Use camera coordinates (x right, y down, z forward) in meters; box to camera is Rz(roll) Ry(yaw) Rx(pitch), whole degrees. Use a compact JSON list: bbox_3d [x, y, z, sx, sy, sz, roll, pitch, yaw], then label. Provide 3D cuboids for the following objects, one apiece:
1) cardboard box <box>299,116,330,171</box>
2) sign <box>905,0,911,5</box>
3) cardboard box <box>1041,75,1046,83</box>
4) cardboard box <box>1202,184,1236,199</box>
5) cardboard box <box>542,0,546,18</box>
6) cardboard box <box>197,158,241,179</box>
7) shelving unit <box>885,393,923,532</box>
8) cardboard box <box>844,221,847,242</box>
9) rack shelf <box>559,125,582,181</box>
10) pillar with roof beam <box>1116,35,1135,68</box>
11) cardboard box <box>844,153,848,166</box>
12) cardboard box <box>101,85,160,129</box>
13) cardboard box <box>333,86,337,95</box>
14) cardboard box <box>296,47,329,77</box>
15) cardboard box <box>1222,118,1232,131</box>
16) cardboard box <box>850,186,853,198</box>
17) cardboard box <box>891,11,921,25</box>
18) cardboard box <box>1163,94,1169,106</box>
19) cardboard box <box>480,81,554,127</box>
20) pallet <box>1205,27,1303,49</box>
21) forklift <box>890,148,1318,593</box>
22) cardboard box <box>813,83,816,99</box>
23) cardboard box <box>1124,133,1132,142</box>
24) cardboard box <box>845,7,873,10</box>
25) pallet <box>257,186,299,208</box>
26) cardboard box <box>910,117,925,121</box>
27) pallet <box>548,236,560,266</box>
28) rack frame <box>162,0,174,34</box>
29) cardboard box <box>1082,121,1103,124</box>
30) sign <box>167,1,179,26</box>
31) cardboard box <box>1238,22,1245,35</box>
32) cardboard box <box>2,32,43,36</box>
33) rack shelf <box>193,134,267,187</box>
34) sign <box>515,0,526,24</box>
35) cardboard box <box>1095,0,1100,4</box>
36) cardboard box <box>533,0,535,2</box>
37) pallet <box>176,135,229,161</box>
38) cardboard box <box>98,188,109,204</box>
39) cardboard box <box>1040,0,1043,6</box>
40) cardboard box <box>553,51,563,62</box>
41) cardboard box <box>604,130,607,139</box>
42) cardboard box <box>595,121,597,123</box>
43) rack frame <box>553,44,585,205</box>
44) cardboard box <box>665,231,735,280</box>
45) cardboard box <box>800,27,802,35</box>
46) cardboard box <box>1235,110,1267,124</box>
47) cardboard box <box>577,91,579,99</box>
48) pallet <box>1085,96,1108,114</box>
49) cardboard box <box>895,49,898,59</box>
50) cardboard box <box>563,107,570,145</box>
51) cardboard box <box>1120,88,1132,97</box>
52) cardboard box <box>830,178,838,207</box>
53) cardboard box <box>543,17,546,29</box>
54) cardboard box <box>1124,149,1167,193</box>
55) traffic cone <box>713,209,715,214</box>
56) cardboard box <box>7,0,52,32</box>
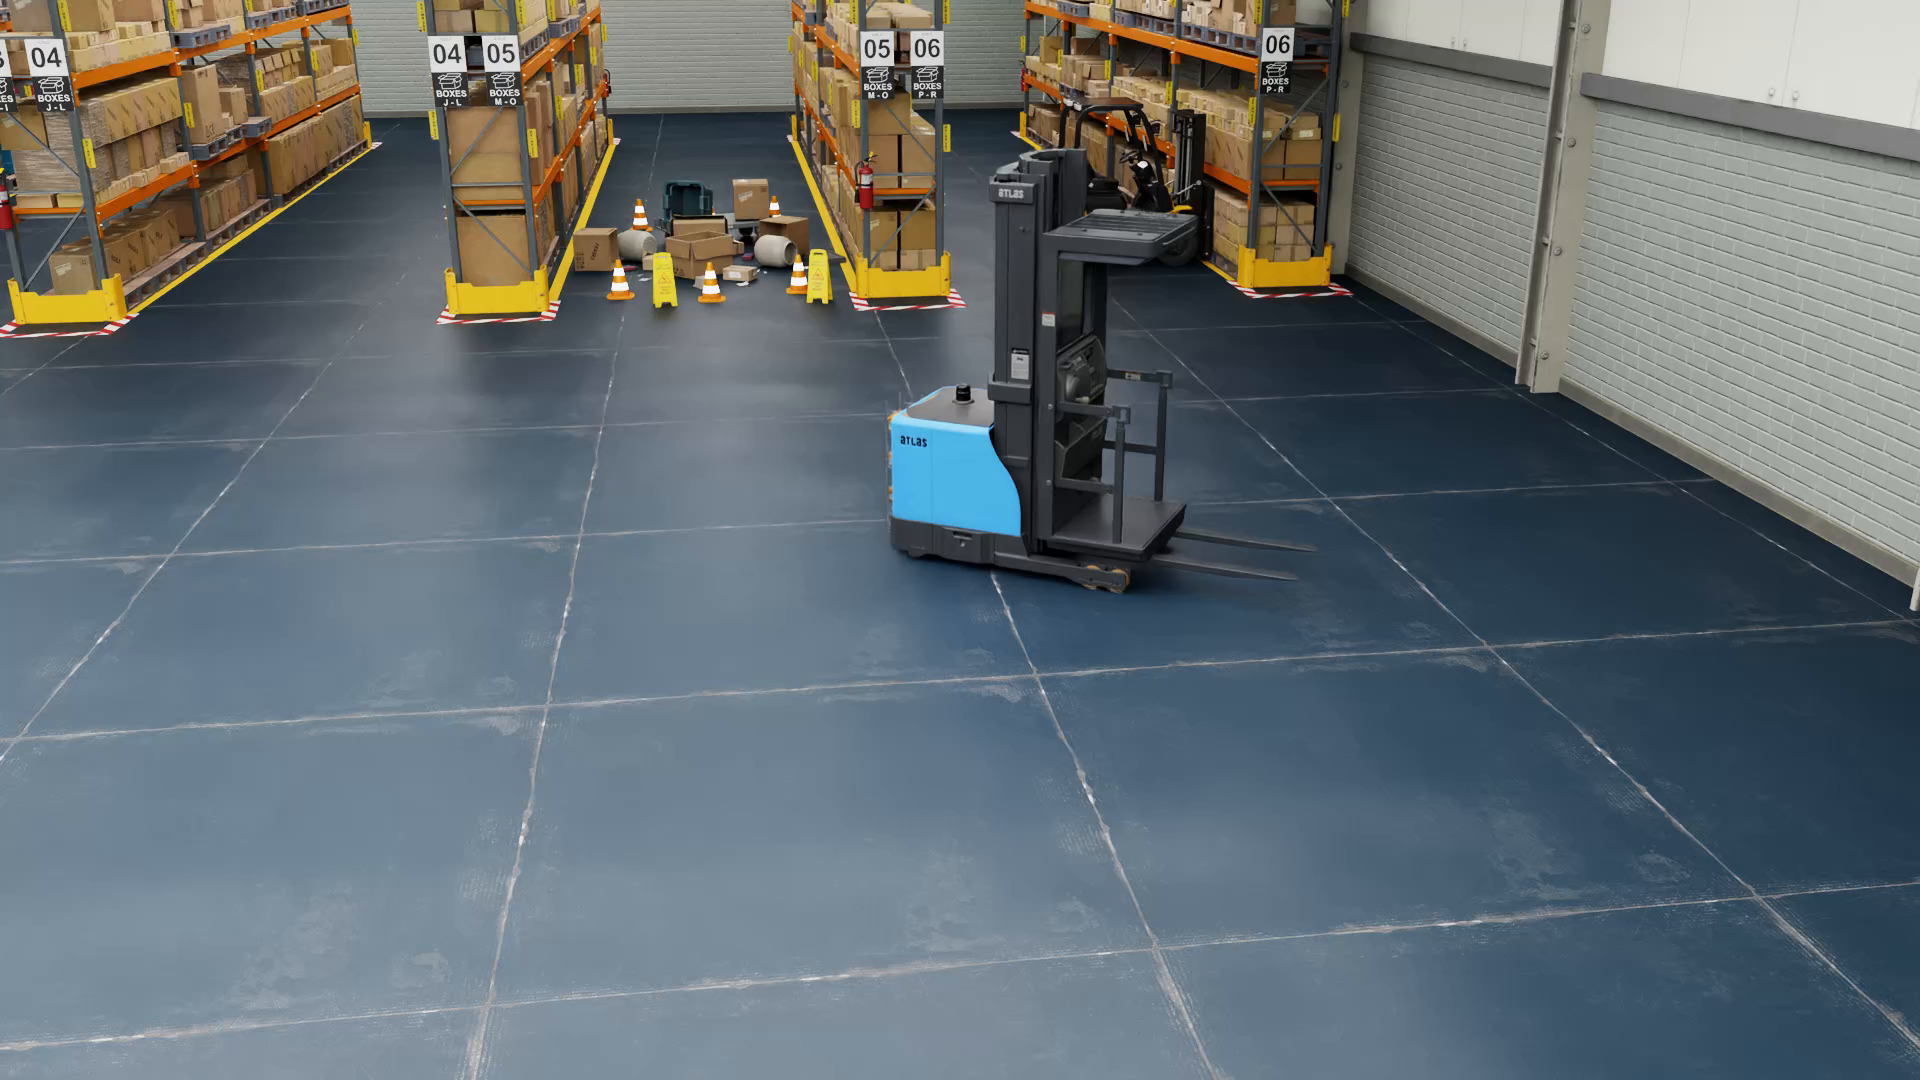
[{"bbox_3d":[-12.133,-7.130,29.955,1.225,0.875,0.875,-3,21,-8],"label":"cardboard box"},{"bbox_3d":[-0.749,-7.556,23.635,0.100,0.325,0.005,-3,21,-8],"label":"sign"},{"bbox_3d":[1.867,-9.501,34.227,0.380,0.149,0.250,-2,21,-7],"label":"cardboard box"},{"bbox_3d":[3.600,-4.793,23.162,0.500,0.250,0.500,-3,21,-9],"label":"cardboard box"},{"bbox_3d":[-5.844,-7.155,22.344,0.500,0.250,0.500,-3,21,-8],"label":"cardboard box"},{"bbox_3d":[-11.455,-5.737,25.661,0.500,0.250,0.500,-1,20,-2],"label":"cardboard box"},{"bbox_3d":[-0.422,-0.583,12.777,0.215,1.050,0.252,9,22,22],"label":"shelving unit"},{"bbox_3d":[-1.379,-4.385,23.500,0.500,0.250,0.500,-2,21,-5],"label":"cardboard box"},{"bbox_3d":[-6.457,-5.950,25.387,1.077,0.370,4.000,-3,21,-8],"label":"rack shelf"},{"bbox_3d":[-0.995,-11.780,31.396,9.100,9.000,0.400,-3,21,-8],"label":"pillar with roof beam"},{"bbox_3d":[-1.382,-5.193,22.691,0.380,0.149,0.250,-3,21,-7],"label":"cardboard box"},{"bbox_3d":[-10.610,-5.546,21.280,0.500,0.500,0.500,-3,21,-8],"label":"cardboard box"},{"bbox_3d":[-12.146,-8.599,31.812,0.380,0.149,0.250,-3,21,-7],"label":"cardboard box"},{"bbox_3d":[-12.124,-8.919,31.027,0.500,0.500,0.500,-3,21,-8],"label":"cardboard box"},{"bbox_3d":[3.723,-5.559,22.242,0.380,0.149,0.250,-4,21,-10],"label":"cardboard box"},{"bbox_3d":[-1.271,-4.624,22.141,0.380,0.149,0.250,-2,21,-5],"label":"cardboard box"},{"bbox_3d":[-0.678,-6.636,21.129,0.380,0.149,0.250,-3,21,-8],"label":"cardboard box"},{"bbox_3d":[3.302,-6.677,25.236,0.380,0.149,0.250,-3,21,-9],"label":"cardboard box"},{"bbox_3d":[-5.955,-5.856,22.352,0.875,0.550,0.550,-3,21,-8],"label":"cardboard box"},{"bbox_3d":[3.947,-6.779,22.418,1.003,0.211,1.213,-3,21,-8],"label":"pallet"},{"bbox_3d":[1.048,-1.210,11.766,3.031,2.935,1.130,9,22,22],"label":"forklift"},{"bbox_3d":[-2.261,-7.760,28.706,0.500,0.250,0.500,-3,21,-9],"label":"cardboard box"},{"bbox_3d":[3.156,-7.217,29.797,0.380,0.149,0.250,-3,21,-7],"label":"cardboard box"},{"bbox_3d":[-1.321,-6.966,22.013,0.380,0.149,0.250,-3,21,-9],"label":"cardboard box"},{"bbox_3d":[-11.707,-5.735,27.768,1.003,0.211,1.213,-3,21,-8],"label":"pallet"},{"bbox_3d":[-0.736,-5.389,22.291,0.500,0.500,0.500,-3,21,-9],"label":"cardboard box"},{"bbox_3d":[-6.137,-4.021,23.180,1.003,0.211,1.213,-3,21,-8],"label":"pallet"},{"bbox_3d":[-11.092,-8.190,21.782,1.000,3.000,0.127,-3,21,-8],"label":"rack frame"},{"bbox_3d":[2.479,-7.818,31.406,0.380,0.149,0.250,-3,21,-9],"label":"cardboard box"},{"bbox_3d":[-10.556,-7.057,22.296,0.100,0.325,0.005,-3,21,-8],"label":"sign"},{"bbox_3d":[3.783,-6.548,21.291,0.380,0.149,0.250,-4,21,-9],"label":"cardboard box"},{"bbox_3d":[-10.993,-5.867,19.496,0.380,0.149,0.250,-3,21,-7],"label":"cardboard box"},{"bbox_3d":[-11.380,-5.735,24.811,1.077,0.370,4.000,-3,21,-8],"label":"rack shelf"},{"bbox_3d":[-5.042,-6.087,19.077,0.100,0.325,0.005,-3,21,-8],"label":"sign"},{"bbox_3d":[2.601,-9.595,29.476,0.380,0.149,0.250,-2,21,-6],"label":"cardboard box"},{"bbox_3d":[-5.581,-6.863,20.992,0.380,0.149,0.250,-3,21,-7],"label":"cardboard box"},{"bbox_3d":[-11.058,-5.561,23.593,1.003,0.211,1.213,-3,21,-8],"label":"pallet"},{"bbox_3d":[-10.337,-4.075,19.698,0.380,0.149,0.250,-3,21,-8],"label":"cardboard box"},{"bbox_3d":[1.837,-10.915,33.725,0.380,0.149,0.250,-3,21,-8],"label":"cardboard box"},{"bbox_3d":[-7.657,-9.168,30.978,0.500,0.500,0.500,-4,21,-10],"label":"cardboard box"},{"bbox_3d":[-7.479,-8.355,34.272,0.380,0.149,0.250,-2,21,-6],"label":"cardboard box"},{"bbox_3d":[-7.432,-8.265,33.183,0.380,0.149,0.250,-4,21,-10],"label":"cardboard box"},{"bbox_3d":[-6.745,-6.979,27.116,1.000,3.000,0.127,-3,21,-8],"label":"rack frame"},{"bbox_3d":[-3.467,-3.805,22.185,0.637,0.503,0.797,17,27,39],"label":"cardboard box"},{"bbox_3d":[-2.970,-10.089,32.942,0.380,0.149,0.250,-3,21,-8],"label":"cardboard box"},{"bbox_3d":[3.812,-5.522,21.719,0.380,0.149,0.250,-2,21,-7],"label":"cardboard box"},{"bbox_3d":[-6.803,-7.682,28.757,0.380,0.149,0.250,-3,21,-7],"label":"cardboard box"},{"bbox_3d":[2.882,-7.657,29.204,1.213,0.211,1.003,-3,21,-8],"label":"pallet"},{"bbox_3d":[-0.626,-6.177,21.040,0.380,0.149,0.250,-3,21,-8],"label":"cardboard box"},{"bbox_3d":[-6.121,-6.185,24.846,0.500,0.500,0.500,-3,21,-8],"label":"cardboard box"},{"bbox_3d":[2.943,-7.340,27.582,0.500,0.250,0.500,-2,21,-6],"label":"cardboard box"},{"bbox_3d":[-1.572,-5.516,26.352,0.950,0.372,0.625,-2,21,-6],"label":"cardboard box"},{"bbox_3d":[-5.763,-6.928,22.308,0.380,0.149,0.250,-3,21,-7],"label":"cardboard box"},{"bbox_3d":[3.228,-6.157,27.709,0.875,0.625,0.625,-2,21,-6],"label":"cardboard box"},{"bbox_3d":[-3.881,-5.099,25.708,0.336,0.463,0.334,-3,21,-8],"label":"traffic cone"},{"bbox_3d":[-10.989,-6.344,19.844,0.500,0.500,0.500,-3,21,-8],"label":"cardboard box"}]
